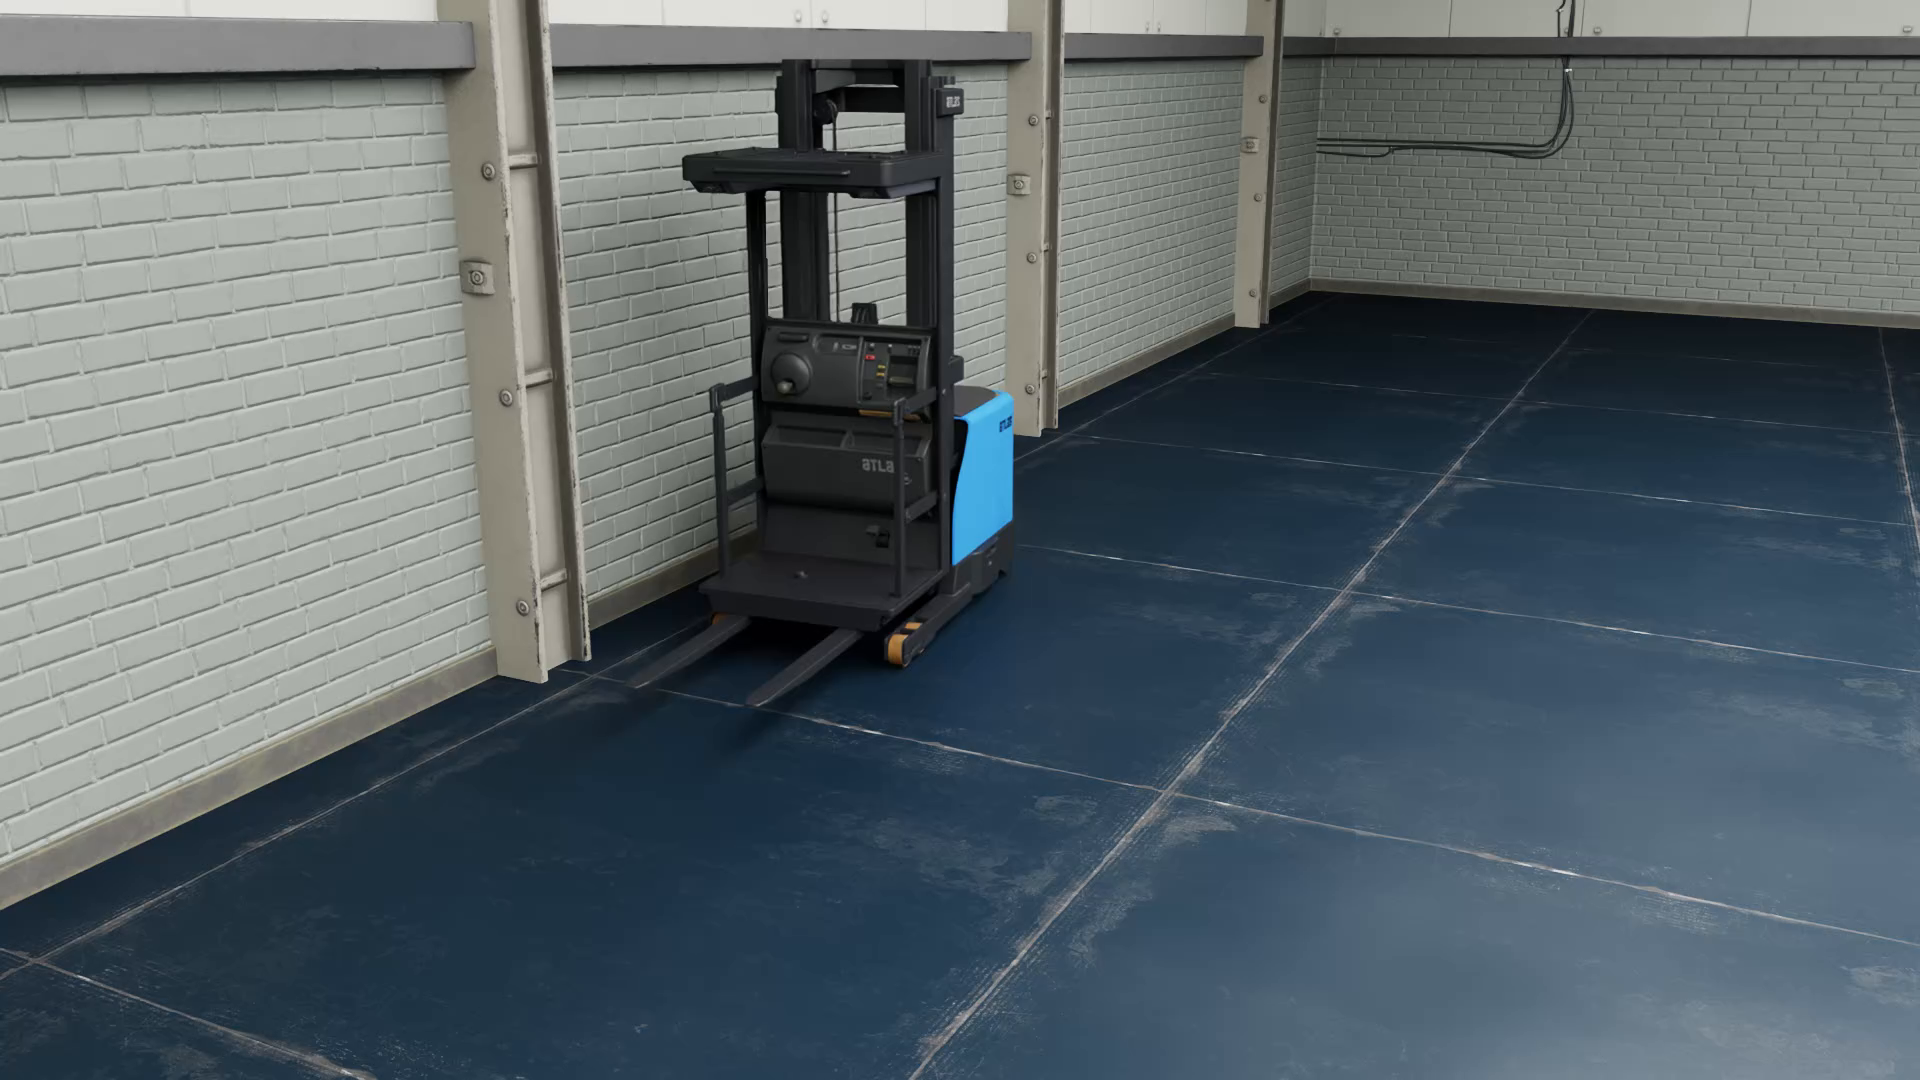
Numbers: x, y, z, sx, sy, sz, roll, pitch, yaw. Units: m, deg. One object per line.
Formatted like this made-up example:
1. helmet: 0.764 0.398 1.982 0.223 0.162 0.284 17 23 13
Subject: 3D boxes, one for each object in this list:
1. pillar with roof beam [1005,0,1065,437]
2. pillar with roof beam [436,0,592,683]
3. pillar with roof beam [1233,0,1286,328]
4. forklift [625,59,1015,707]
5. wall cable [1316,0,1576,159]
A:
1. pillar with roof beam: 4.429 -4.660 10.410 9.100 9.000 0.400 8 18 25
2. pillar with roof beam: 1.748 -3.132 5.264 9.100 9.000 0.400 8 18 25
3. pillar with roof beam: 7.111 -6.189 15.555 9.100 9.000 0.400 8 18 25
4. forklift: -0.668 -0.899 8.405 1.130 2.935 3.031 6 18 20
5. wall cable: 5.759 -5.830 19.801 3.097 2.526 0.112 8 18 25
